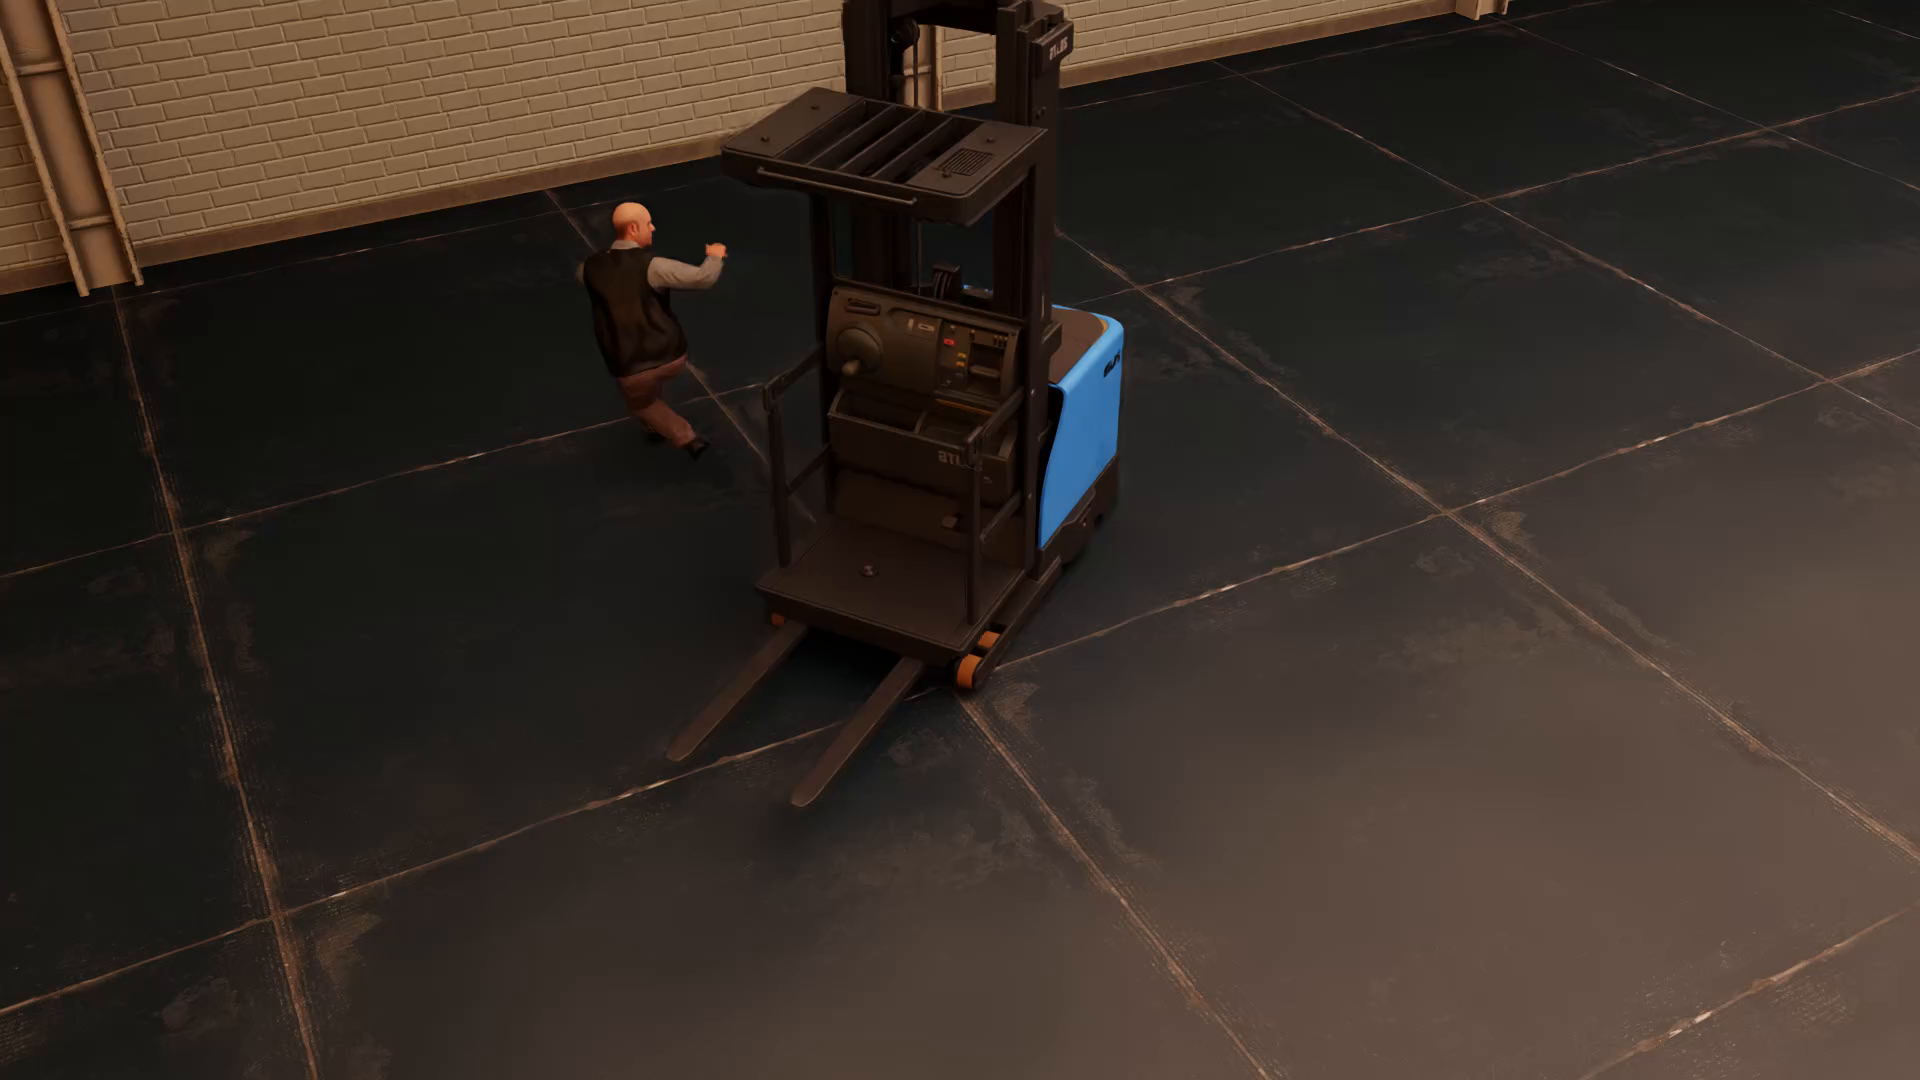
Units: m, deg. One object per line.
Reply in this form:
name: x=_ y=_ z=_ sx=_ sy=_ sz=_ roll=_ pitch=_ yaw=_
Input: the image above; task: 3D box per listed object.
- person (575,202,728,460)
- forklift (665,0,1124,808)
person: x=-1.642 y=-1.184 z=9.090 sx=0.807 sy=1.467 sz=1.083 roll=-11 pitch=37 yaw=-15
forklift: x=-0.267 y=-0.796 z=7.250 sx=1.130 sy=2.935 sz=3.031 roll=16 pitch=38 yaw=21
